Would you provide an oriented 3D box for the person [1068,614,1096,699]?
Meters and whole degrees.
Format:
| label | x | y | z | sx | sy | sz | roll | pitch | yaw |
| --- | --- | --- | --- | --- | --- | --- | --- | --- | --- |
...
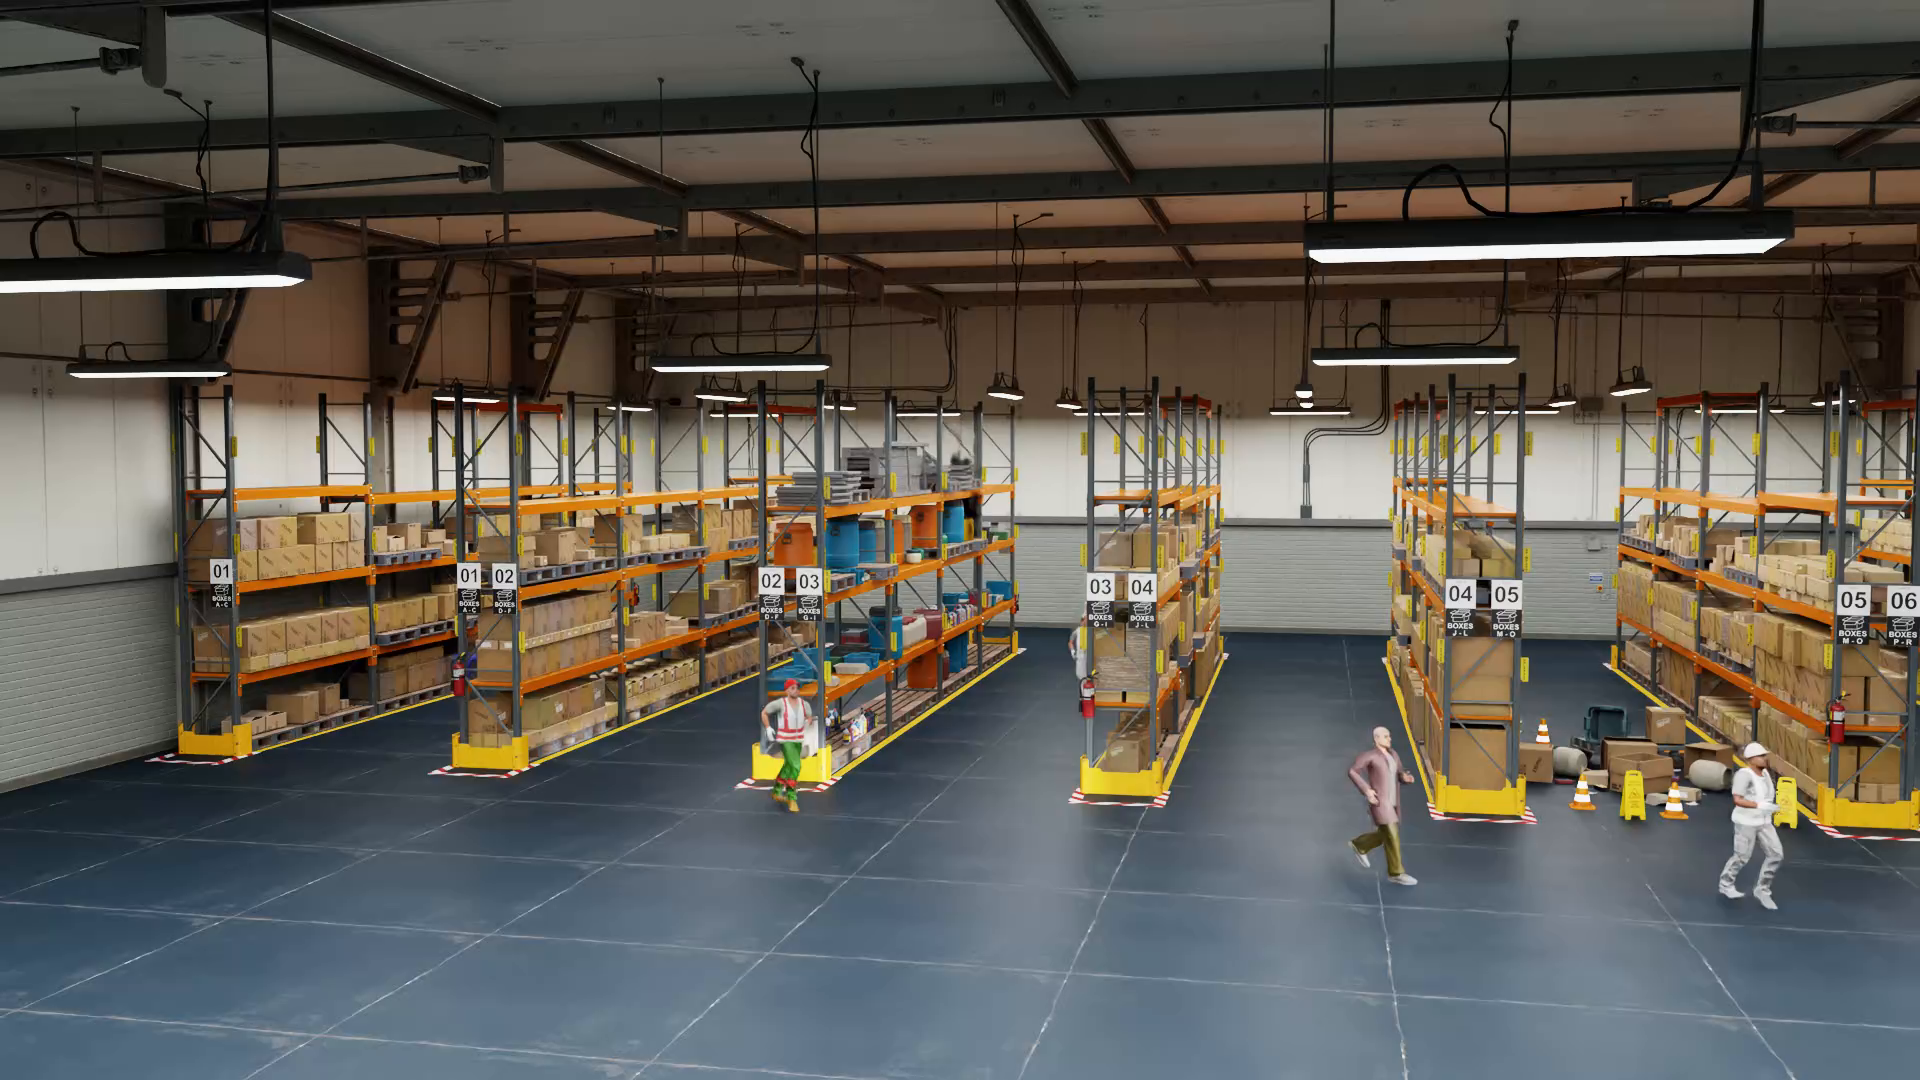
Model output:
| label | x | y | z | sx | sy | sz | roll | pitch | yaw |
| --- | --- | --- | --- | --- | --- | --- | --- | --- | --- |
| person | 2.393 | 2.282 | 31.783 | 0.666 | 1.748 | 0.604 | 1 | 3 | 11 |

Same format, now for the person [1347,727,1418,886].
| label | x | y | z | sx | sy | sz | roll | pitch | yaw |
| --- | --- | --- | --- | --- | --- | --- | --- | --- | --- |
| person | 4.867 | 3.029 | 19.180 | 0.714 | 1.754 | 1.035 | -3 | 4 | -40 |

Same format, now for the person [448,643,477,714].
| label | x | y | z | sx | sy | sz | roll | pitch | yaw |
| --- | --- | --- | --- | --- | --- | --- | --- | --- | --- |
| person | -8.707 | 2.551 | 29.159 | 0.549 | 1.615 | 0.649 | 0 | 3 | 7 |

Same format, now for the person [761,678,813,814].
| label | x | y | z | sx | sy | sz | roll | pitch | yaw |
| --- | --- | --- | --- | --- | --- | --- | --- | --- | --- |
| person | -2.358 | 2.816 | 23.036 | 0.650 | 1.815 | 0.736 | -3 | 5 | -45 |

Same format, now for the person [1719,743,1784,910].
| label | x | y | z | sx | sy | sz | roll | pitch | yaw |
| --- | --- | --- | --- | --- | --- | --- | --- | --- | --- |
| person | 8.619 | 3.112 | 18.071 | 0.659 | 1.829 | 0.759 | -2 | 4 | -28 |
